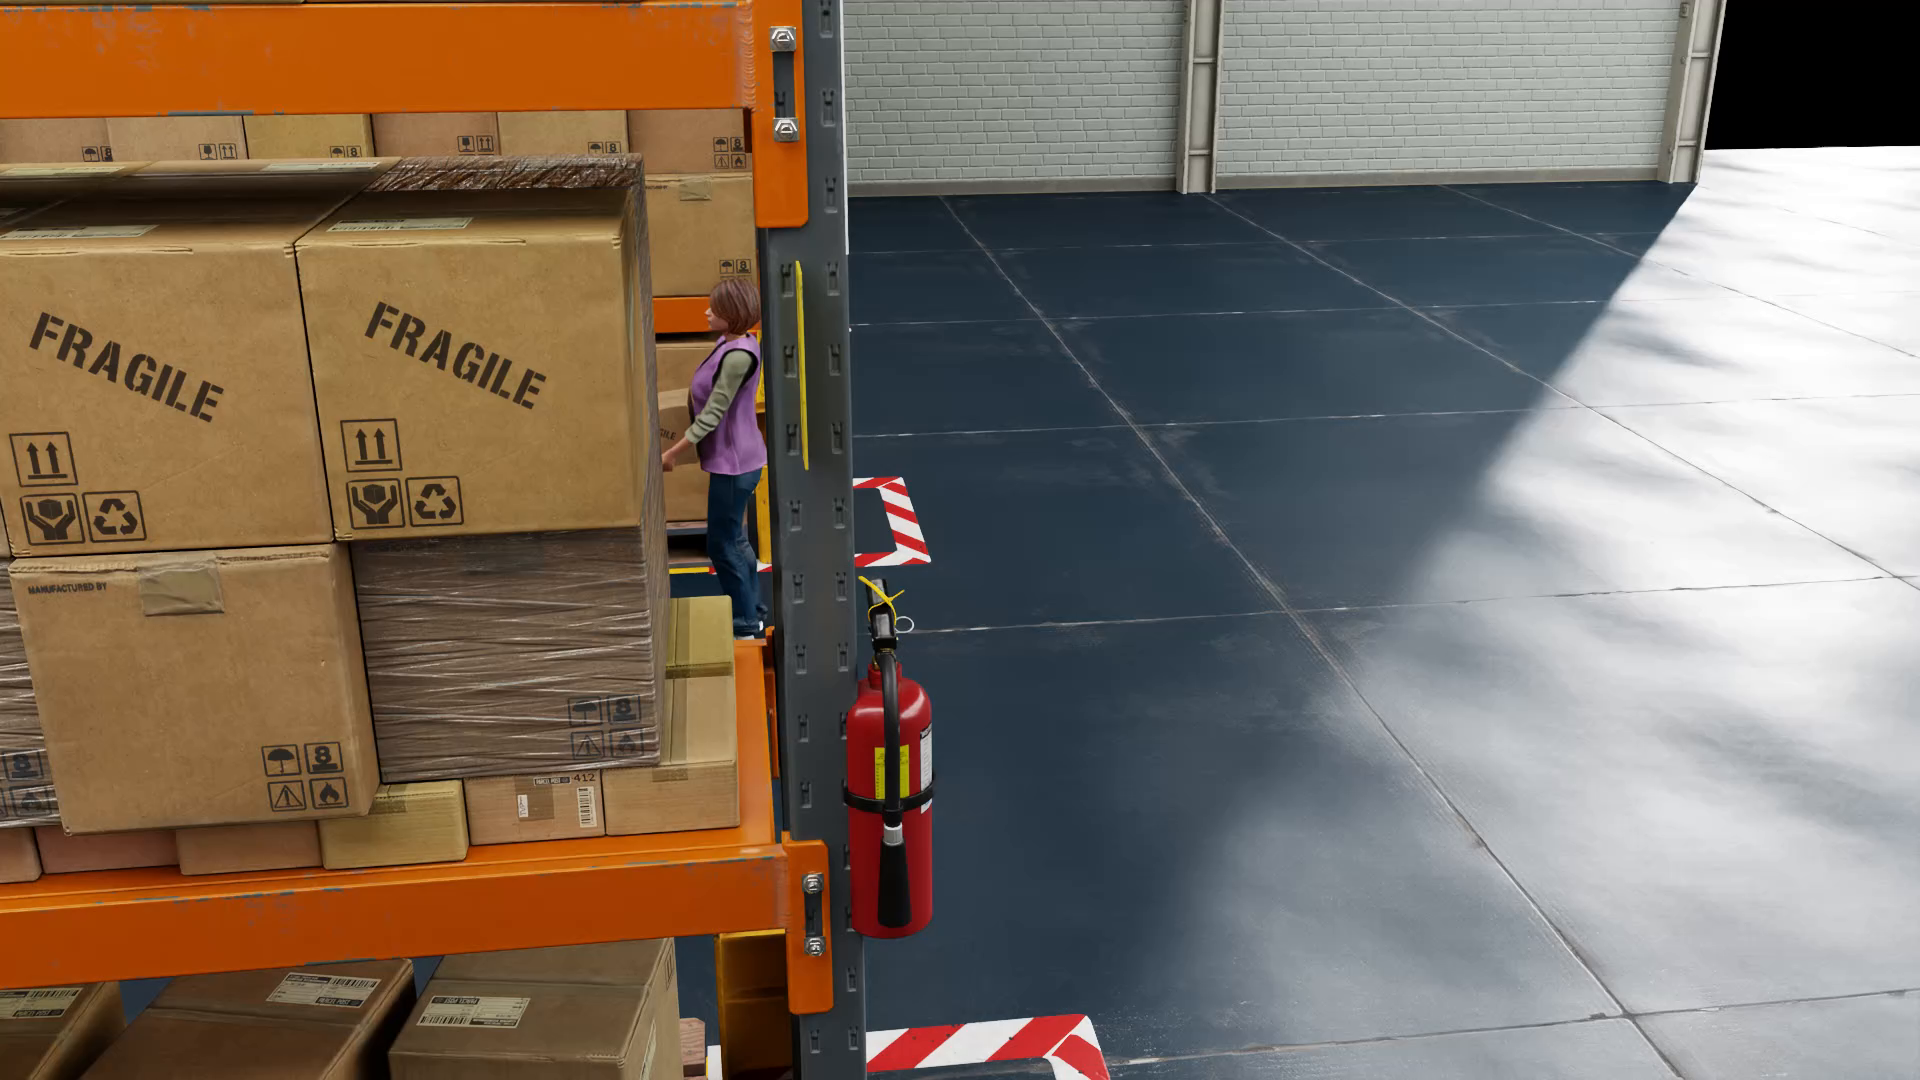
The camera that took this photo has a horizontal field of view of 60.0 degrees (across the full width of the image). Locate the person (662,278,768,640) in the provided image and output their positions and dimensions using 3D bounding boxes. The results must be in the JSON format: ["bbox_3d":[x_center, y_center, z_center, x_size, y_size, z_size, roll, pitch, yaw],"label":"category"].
[{"bbox_3d":[-1.039,-0.298,6.904,0.497,1.591,0.404,-2,20,-6],"label":"person"}]
